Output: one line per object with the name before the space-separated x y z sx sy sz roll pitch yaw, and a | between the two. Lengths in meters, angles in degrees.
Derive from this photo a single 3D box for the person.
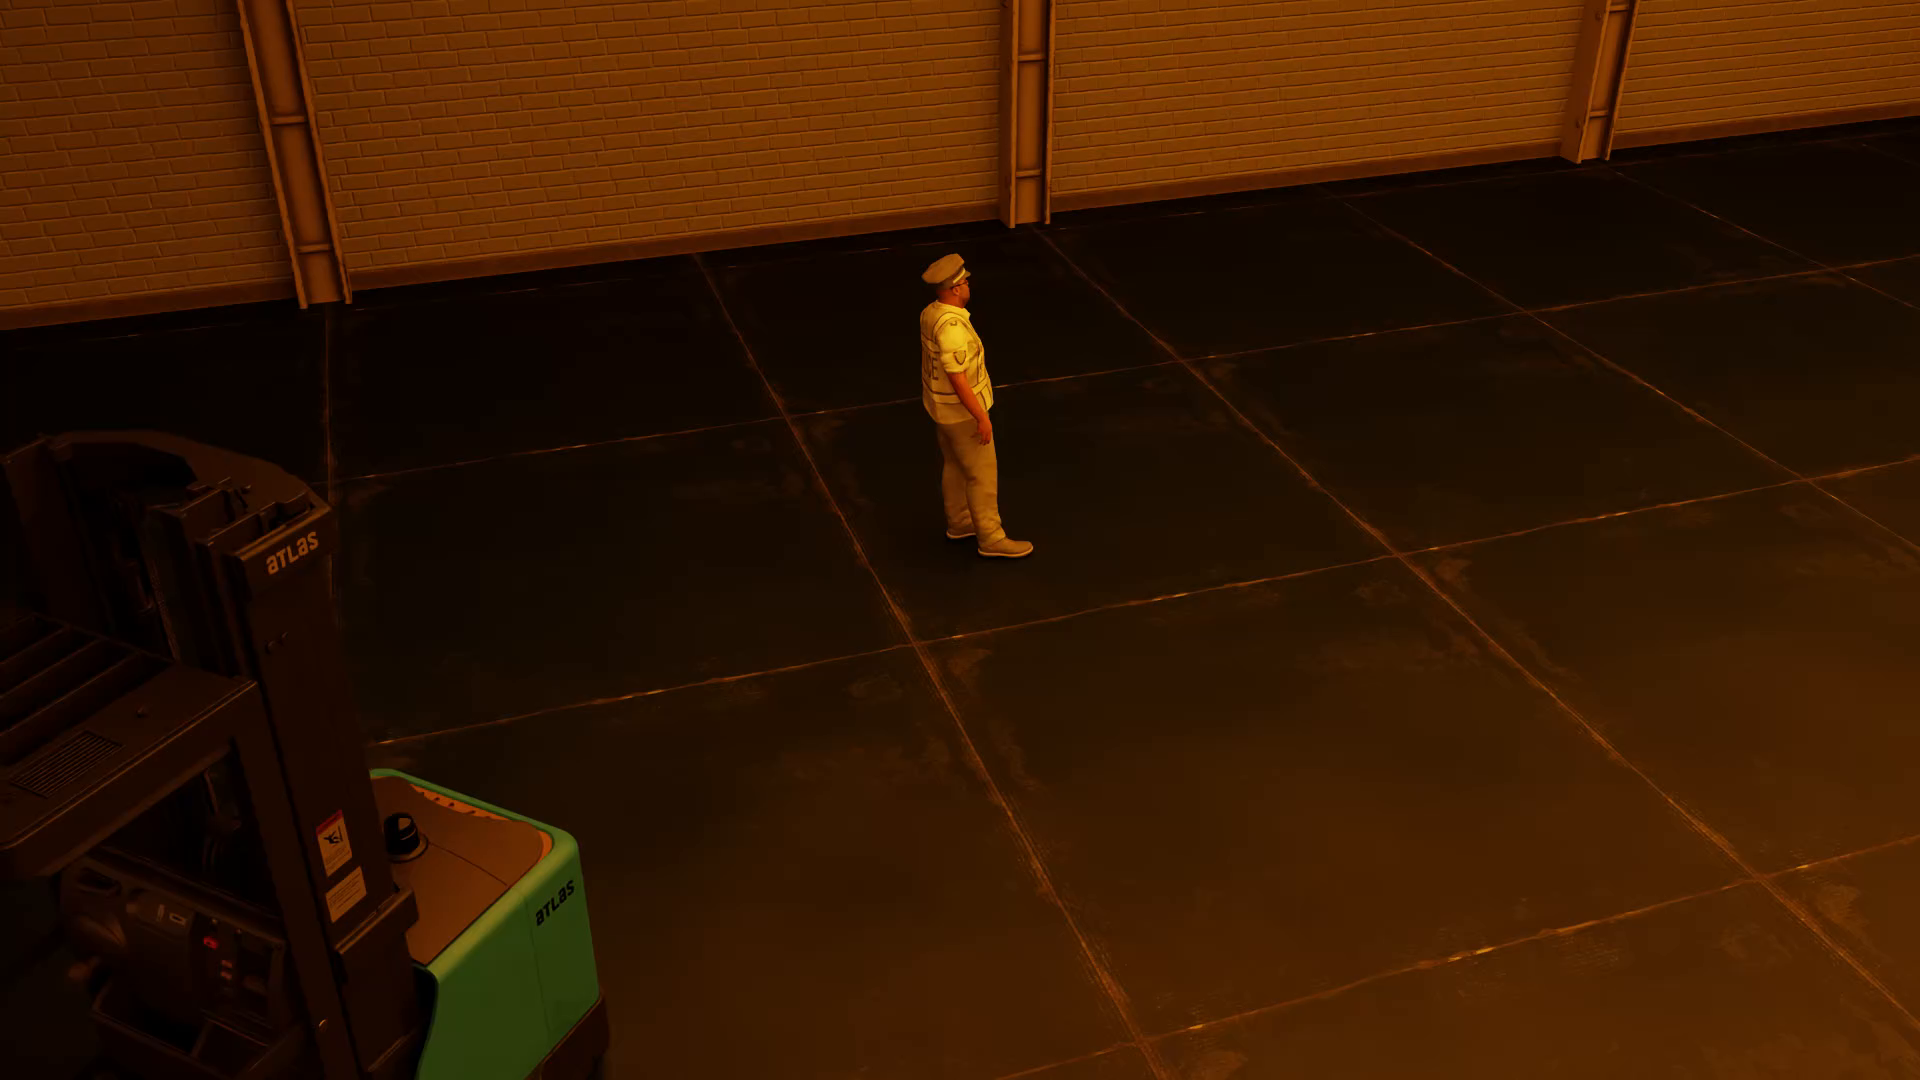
person | 0.077 -0.785 9.590 0.575 1.781 0.640 -10 31 -16

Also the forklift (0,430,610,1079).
forklift | -2.472 1.280 4.862 1.130 2.935 3.031 14 33 23
